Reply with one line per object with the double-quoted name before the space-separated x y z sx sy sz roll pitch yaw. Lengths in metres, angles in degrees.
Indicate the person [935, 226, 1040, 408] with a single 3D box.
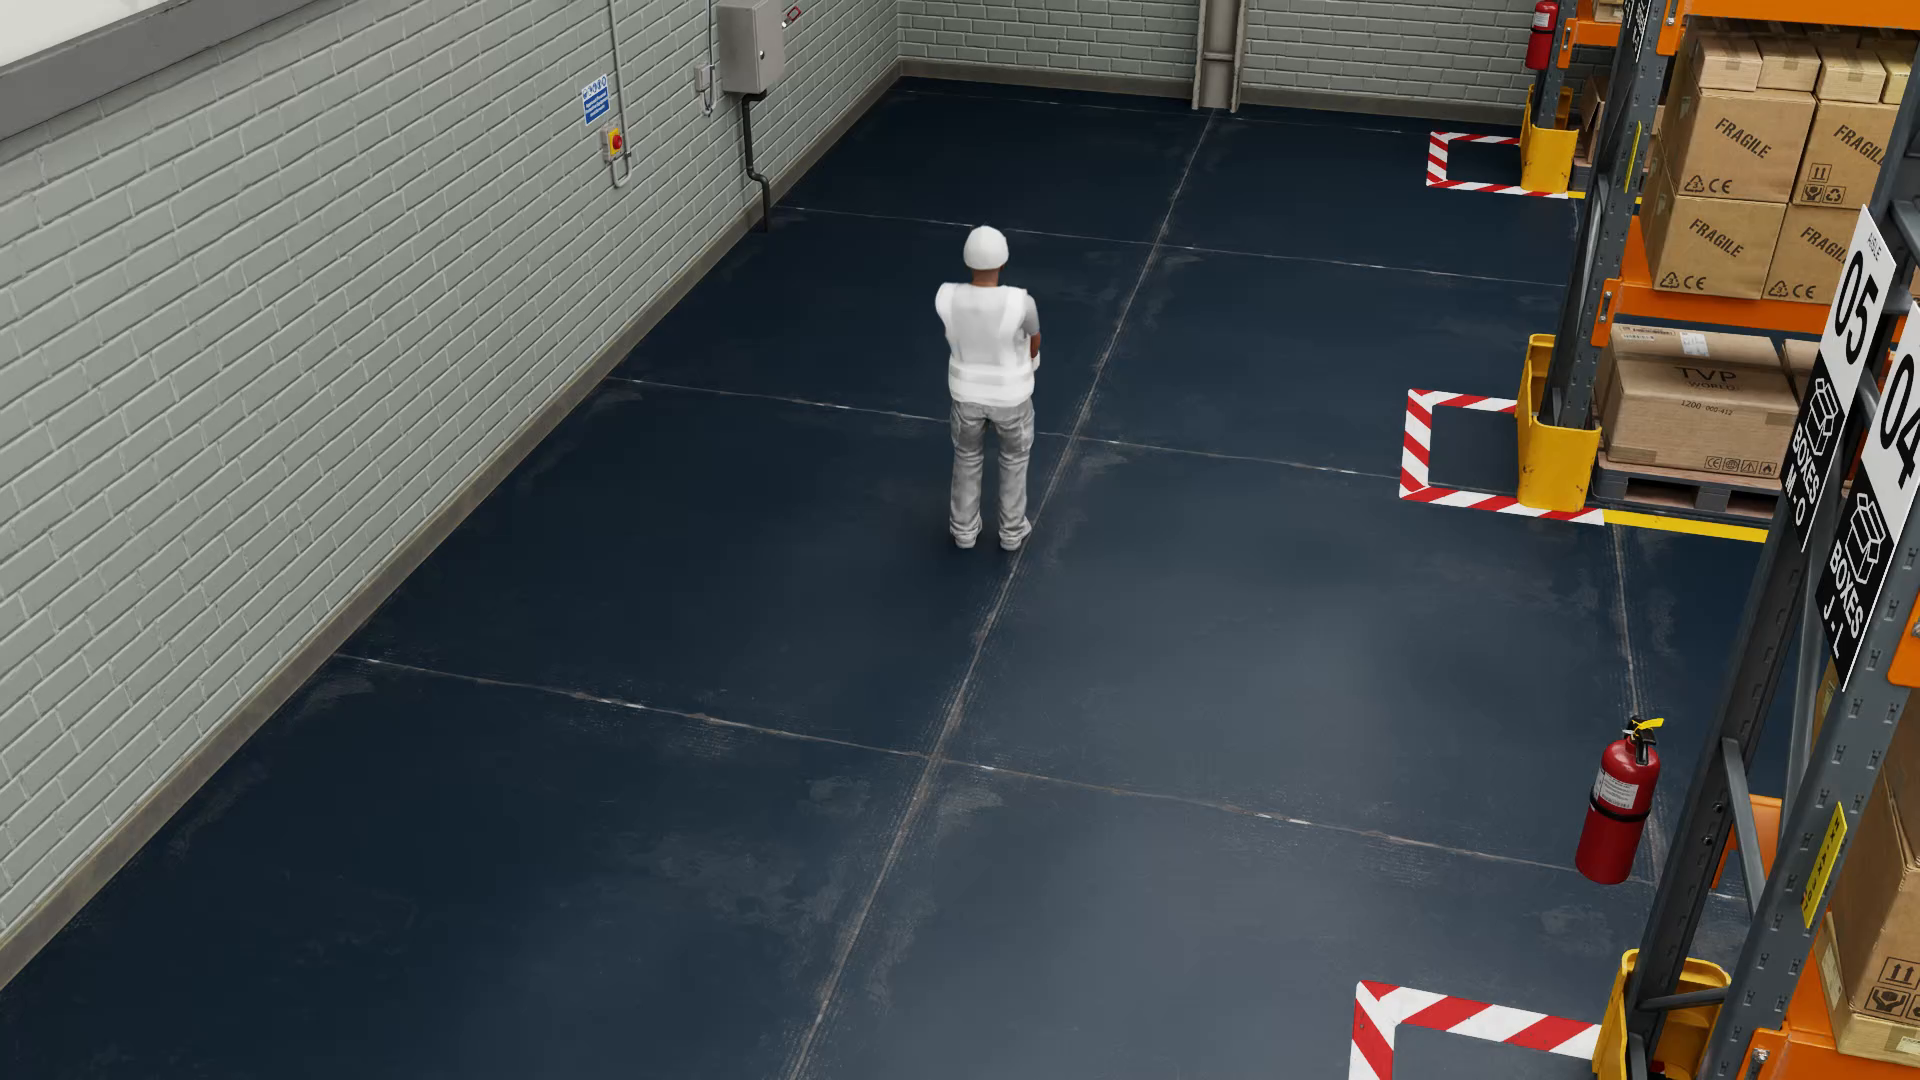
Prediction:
"person" 0.168 -1.163 8.118 0.488 0.887 0.573 9 34 13
